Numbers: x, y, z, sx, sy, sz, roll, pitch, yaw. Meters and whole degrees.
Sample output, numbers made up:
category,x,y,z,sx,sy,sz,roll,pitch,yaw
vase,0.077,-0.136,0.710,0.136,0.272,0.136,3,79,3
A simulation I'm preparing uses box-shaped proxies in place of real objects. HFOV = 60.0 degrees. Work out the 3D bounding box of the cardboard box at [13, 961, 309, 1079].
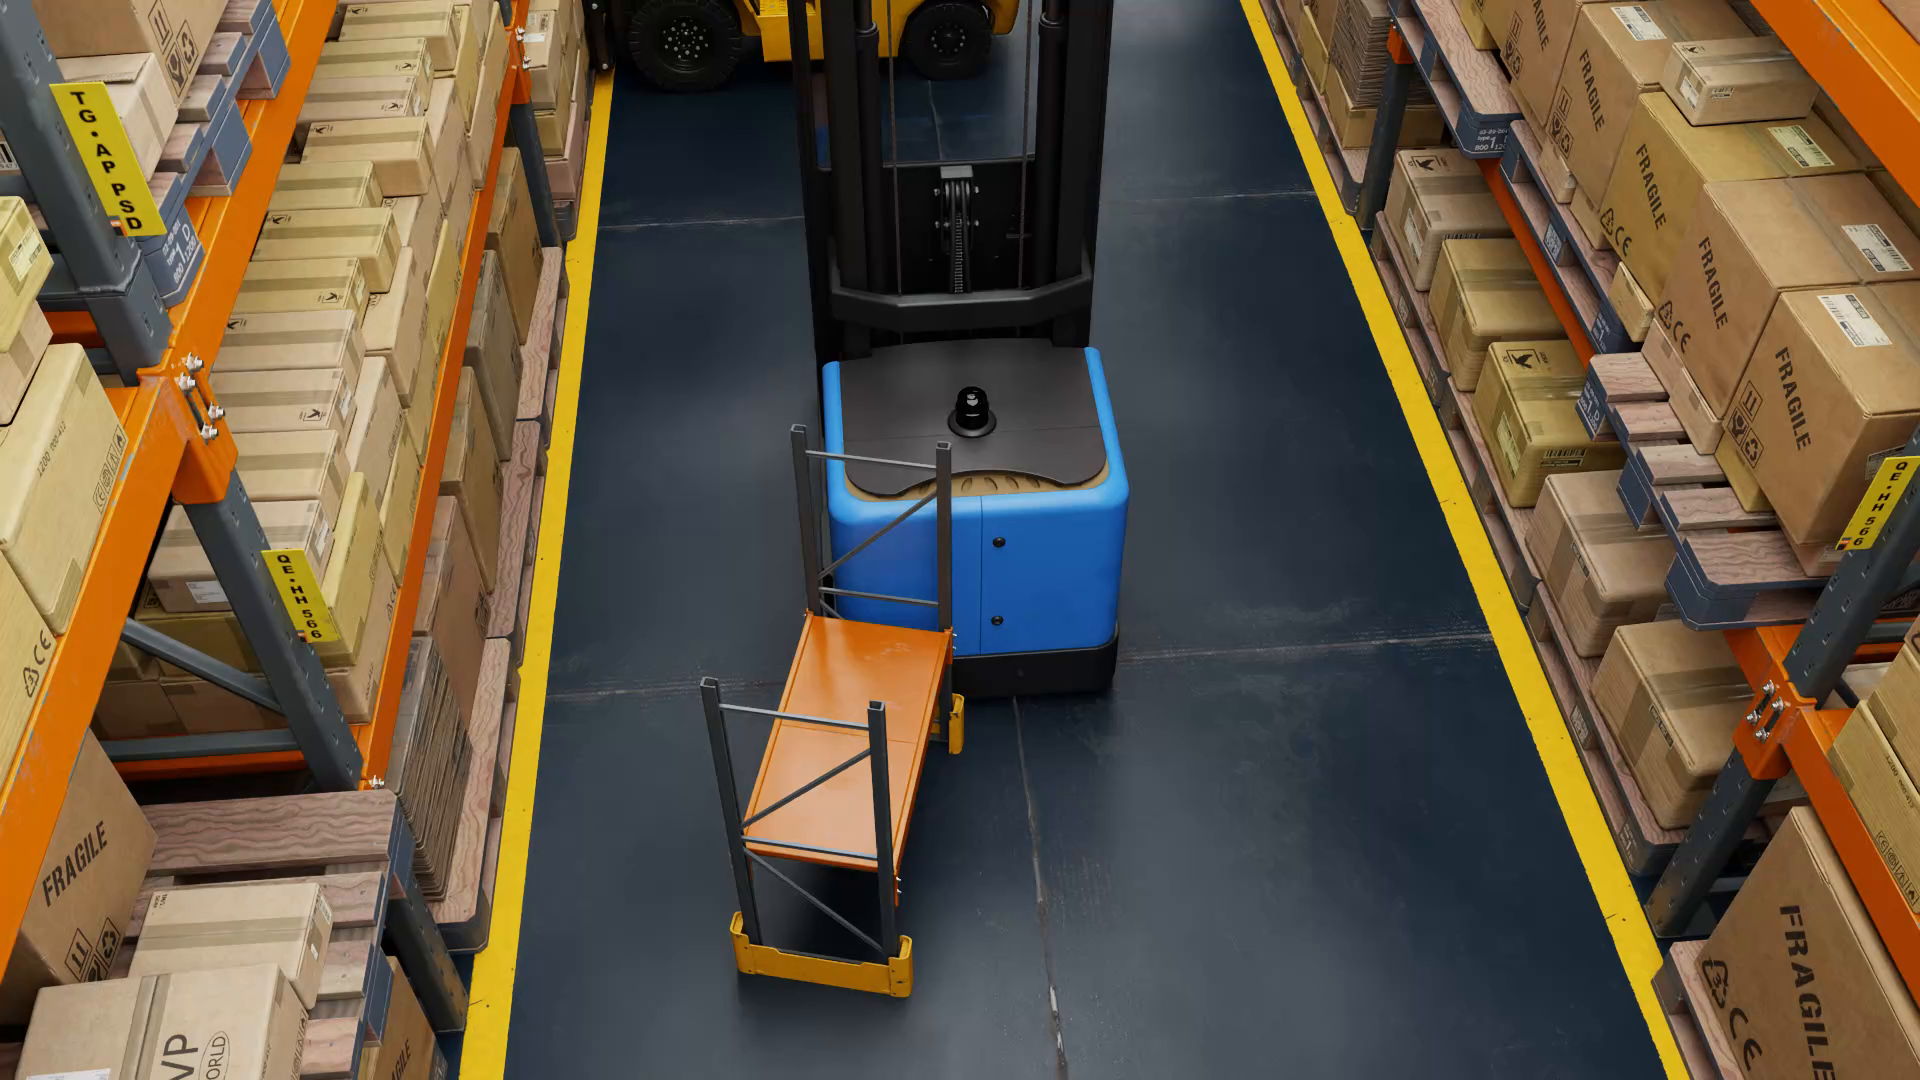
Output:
category,x,y,z,sx,sy,sz,roll,pitch,yaw
cardboard box,-1.695,1.197,3.501,0.500,0.250,0.500,-5,47,-5

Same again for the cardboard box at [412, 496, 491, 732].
category,x,y,z,sx,sy,sz,roll,pitch,yaw
cardboard box,-2.207,0.294,5.888,0.875,0.625,0.625,-2,47,-2

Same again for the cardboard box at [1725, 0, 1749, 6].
category,x,y,z,sx,sy,sz,roll,pitch,yaw
cardboard box,2.853,-1.880,6.038,0.500,0.500,0.500,-2,47,-2

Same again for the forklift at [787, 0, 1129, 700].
category,x,y,z,sx,sy,sz,roll,pitch,yaw
forklift,-0.053,-1.464,6.254,1.130,2.935,3.031,-4,47,-3

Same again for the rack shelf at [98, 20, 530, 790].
category,x,y,z,sx,sy,sz,roll,pitch,yaw
rack shelf,-2.273,-0.653,5.935,1.077,0.370,4.000,-3,47,-3

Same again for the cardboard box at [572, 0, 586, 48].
category,x,y,z,sx,sy,sz,roll,pitch,yaw
cardboard box,-2.248,-2.816,8.748,0.500,0.250,0.500,-4,47,-4

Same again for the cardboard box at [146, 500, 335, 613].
category,x,y,z,sx,sy,sz,roll,pitch,yaw
cardboard box,-1.839,0.041,4.267,0.380,0.149,0.250,-2,47,-2

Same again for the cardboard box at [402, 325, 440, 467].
category,x,y,z,sx,sy,sz,roll,pitch,yaw
cardboard box,-1.986,-0.474,5.373,0.500,0.250,0.500,-5,47,-5

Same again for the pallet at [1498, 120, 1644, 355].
category,x,y,z,sx,sy,sz,roll,pitch,yaw
pallet,2.634,-1.122,6.015,1.003,0.211,1.213,-3,47,-3

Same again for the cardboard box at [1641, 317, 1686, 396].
category,x,y,z,sx,sy,sz,roll,pitch,yaw
cardboard box,2.405,-0.591,5.264,0.380,0.149,0.250,-5,47,-5

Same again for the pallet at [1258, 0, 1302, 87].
category,x,y,z,sx,sy,sz,roll,pitch,yaw
pallet,2.309,-3.062,9.641,1.003,0.211,1.213,-3,47,-3

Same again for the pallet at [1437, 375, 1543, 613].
category,x,y,z,sx,sy,sz,roll,pitch,yaw
pallet,2.678,-0.245,6.973,1.003,0.211,1.213,-3,47,-3

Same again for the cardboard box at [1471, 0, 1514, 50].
category,x,y,z,sx,sy,sz,roll,pitch,yaw
cardboard box,2.302,-2.214,6.354,0.500,0.500,0.500,-3,47,-3

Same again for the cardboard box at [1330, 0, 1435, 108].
category,x,y,z,sx,sy,sz,roll,pitch,yaw
cardboard box,2.189,-2.520,8.296,0.500,0.500,0.500,-4,47,-4

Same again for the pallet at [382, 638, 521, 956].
category,x,y,z,sx,sy,sz,roll,pitch,yaw
pallet,-2.135,0.907,5.882,1.003,0.211,1.213,-3,47,-3

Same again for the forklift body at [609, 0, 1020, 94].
category,x,y,z,sx,sy,sz,roll,pitch,yaw
forklift body,-0.798,-3.689,8.899,2.313,2.155,1.214,-3,47,-3

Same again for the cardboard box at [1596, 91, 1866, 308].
category,x,y,z,sx,sy,sz,roll,pitch,yaw
cardboard box,2.428,-1.089,5.289,0.500,0.500,0.500,-6,47,-6

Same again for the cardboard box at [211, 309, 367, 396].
category,x,y,z,sx,sy,sz,roll,pitch,yaw
cardboard box,-1.944,-0.525,4.802,0.380,0.149,0.250,-3,47,-3

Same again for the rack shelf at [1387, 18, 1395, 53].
category,x,y,z,sx,sy,sz,roll,pitch,yaw
rack shelf,2.338,-3.852,8.964,1.077,0.370,4.000,-3,47,-3

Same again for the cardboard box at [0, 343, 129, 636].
category,x,y,z,sx,sy,sz,roll,pitch,yaw
cardboard box,-1.821,-0.077,2.931,0.500,0.250,0.500,-5,47,-5

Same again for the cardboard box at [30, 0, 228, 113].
category,x,y,z,sx,sy,sz,roll,pitch,yaw
cardboard box,-1.923,-1.237,3.499,0.500,0.500,0.500,-3,47,-3

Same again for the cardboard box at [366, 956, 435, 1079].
category,x,y,z,sx,sy,sz,roll,pitch,yaw
cardboard box,-1.856,1.555,4.781,0.500,0.500,0.500,-2,47,-2

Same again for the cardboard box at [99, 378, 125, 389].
category,x,y,z,sx,sy,sz,roll,pitch,yaw
cardboard box,-2.429,-0.308,4.596,0.380,0.149,0.250,-4,47,-3

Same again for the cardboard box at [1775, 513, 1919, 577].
category,x,y,z,sx,sy,sz,roll,pitch,yaw
cardboard box,2.579,-0.039,4.741,0.380,0.149,0.250,-2,47,-2

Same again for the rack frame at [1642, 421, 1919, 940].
category,x,y,z,sx,sy,sz,roll,pitch,yaw
rack frame,2.840,0.242,4.591,1.000,3.000,0.127,-3,47,-3

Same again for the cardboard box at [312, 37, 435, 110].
category,x,y,z,sx,sy,sz,roll,pitch,yaw
cardboard box,-2.069,-1.630,5.849,0.380,0.149,0.250,-4,47,-4

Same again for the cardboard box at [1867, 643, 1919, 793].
category,x,y,z,sx,sy,sz,roll,pitch,yaw
cardboard box,2.637,0.503,4.103,0.500,0.250,0.500,-4,47,-4

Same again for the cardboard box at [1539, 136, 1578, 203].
category,x,y,z,sx,sy,sz,roll,pitch,yaw
cardboard box,2.318,-1.346,5.979,0.380,0.149,0.250,-2,47,-2

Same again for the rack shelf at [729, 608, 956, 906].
category,x,y,z,sx,sy,sz,roll,pitch,yaw
rack shelf,-0.362,0.685,5.453,0.538,0.185,1.000,7,47,7

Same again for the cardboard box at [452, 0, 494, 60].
category,x,y,z,sx,sy,sz,roll,pitch,yaw
cardboard box,-2.144,-2.128,6.595,0.500,0.250,0.500,-4,47,-4

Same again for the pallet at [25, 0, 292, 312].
category,x,y,z,sx,sy,sz,roll,pitch,yaw
pallet,-2.251,-0.906,3.742,1.213,0.211,1.003,-2,47,-1

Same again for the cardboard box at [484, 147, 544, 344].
category,x,y,z,sx,sy,sz,roll,pitch,yaw
cardboard box,-2.385,-1.299,7.397,0.875,0.625,0.625,-2,47,-2

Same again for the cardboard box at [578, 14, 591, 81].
category,x,y,z,sx,sy,sz,roll,pitch,yaw
cardboard box,-2.267,-2.654,8.938,0.500,0.250,0.500,-3,47,-3

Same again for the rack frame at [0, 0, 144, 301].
category,x,y,z,sx,sy,sz,roll,pitch,yaw
rack frame,-2.105,-1.516,2.125,1.000,3.000,0.127,-3,47,-3

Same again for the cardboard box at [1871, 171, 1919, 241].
category,x,y,z,sx,sy,sz,roll,pitch,yaw
cardboard box,2.983,-0.755,4.973,0.500,0.500,0.500,-1,47,-1

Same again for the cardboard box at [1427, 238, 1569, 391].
category,x,y,z,sx,sy,sz,roll,pitch,yaw
cardboard box,2.616,-0.993,7.282,0.950,0.372,0.625,-1,47,-1

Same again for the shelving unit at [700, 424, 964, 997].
category,x,y,z,sx,sy,sz,roll,pitch,yaw
shelving unit,-0.363,0.568,5.316,0.587,1.500,1.083,7,47,7

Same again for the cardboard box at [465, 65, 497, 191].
category,x,y,z,sx,sy,sz,roll,pitch,yaw
cardboard box,-2.090,-1.584,6.424,0.500,0.250,0.500,-4,47,-4

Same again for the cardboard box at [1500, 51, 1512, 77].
category,x,y,z,sx,sy,sz,roll,pitch,yaw
cardboard box,2.349,-1.909,6.513,0.380,0.149,0.250,-1,47,-1

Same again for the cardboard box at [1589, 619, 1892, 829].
category,x,y,z,sx,sy,sz,roll,pitch,yaw
cardboard box,2.803,0.592,5.781,0.950,0.372,0.625,-6,47,-6

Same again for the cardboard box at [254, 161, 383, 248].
category,x,y,z,sx,sy,sz,roll,pitch,yaw
cardboard box,-2.075,-1.075,5.323,0.380,0.149,0.250,-3,47,-3

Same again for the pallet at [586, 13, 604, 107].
category,x,y,z,sx,sy,sz,roll,pitch,yaw
pallet,-2.570,-2.851,9.441,1.003,0.211,1.213,-3,47,-3

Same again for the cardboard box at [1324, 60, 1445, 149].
category,x,y,z,sx,sy,sz,roll,pitch,yaw
cardboard box,2.188,-2.262,8.568,0.500,0.250,0.500,-2,47,-1

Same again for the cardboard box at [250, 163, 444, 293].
category,x,y,z,sx,sy,sz,roll,pitch,yaw
cardboard box,-2.034,-1.020,5.545,0.500,0.250,0.500,-3,47,-3

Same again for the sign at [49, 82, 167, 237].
category,x,y,z,sx,sy,sz,roll,pitch,yaw
sign,-1.565,-0.694,3.056,0.100,0.325,0.005,-3,47,-3

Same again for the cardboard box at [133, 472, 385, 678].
category,x,y,z,sx,sy,sz,roll,pitch,yaw
cardboard box,-1.874,0.089,4.495,0.500,0.250,0.500,-4,47,-3
